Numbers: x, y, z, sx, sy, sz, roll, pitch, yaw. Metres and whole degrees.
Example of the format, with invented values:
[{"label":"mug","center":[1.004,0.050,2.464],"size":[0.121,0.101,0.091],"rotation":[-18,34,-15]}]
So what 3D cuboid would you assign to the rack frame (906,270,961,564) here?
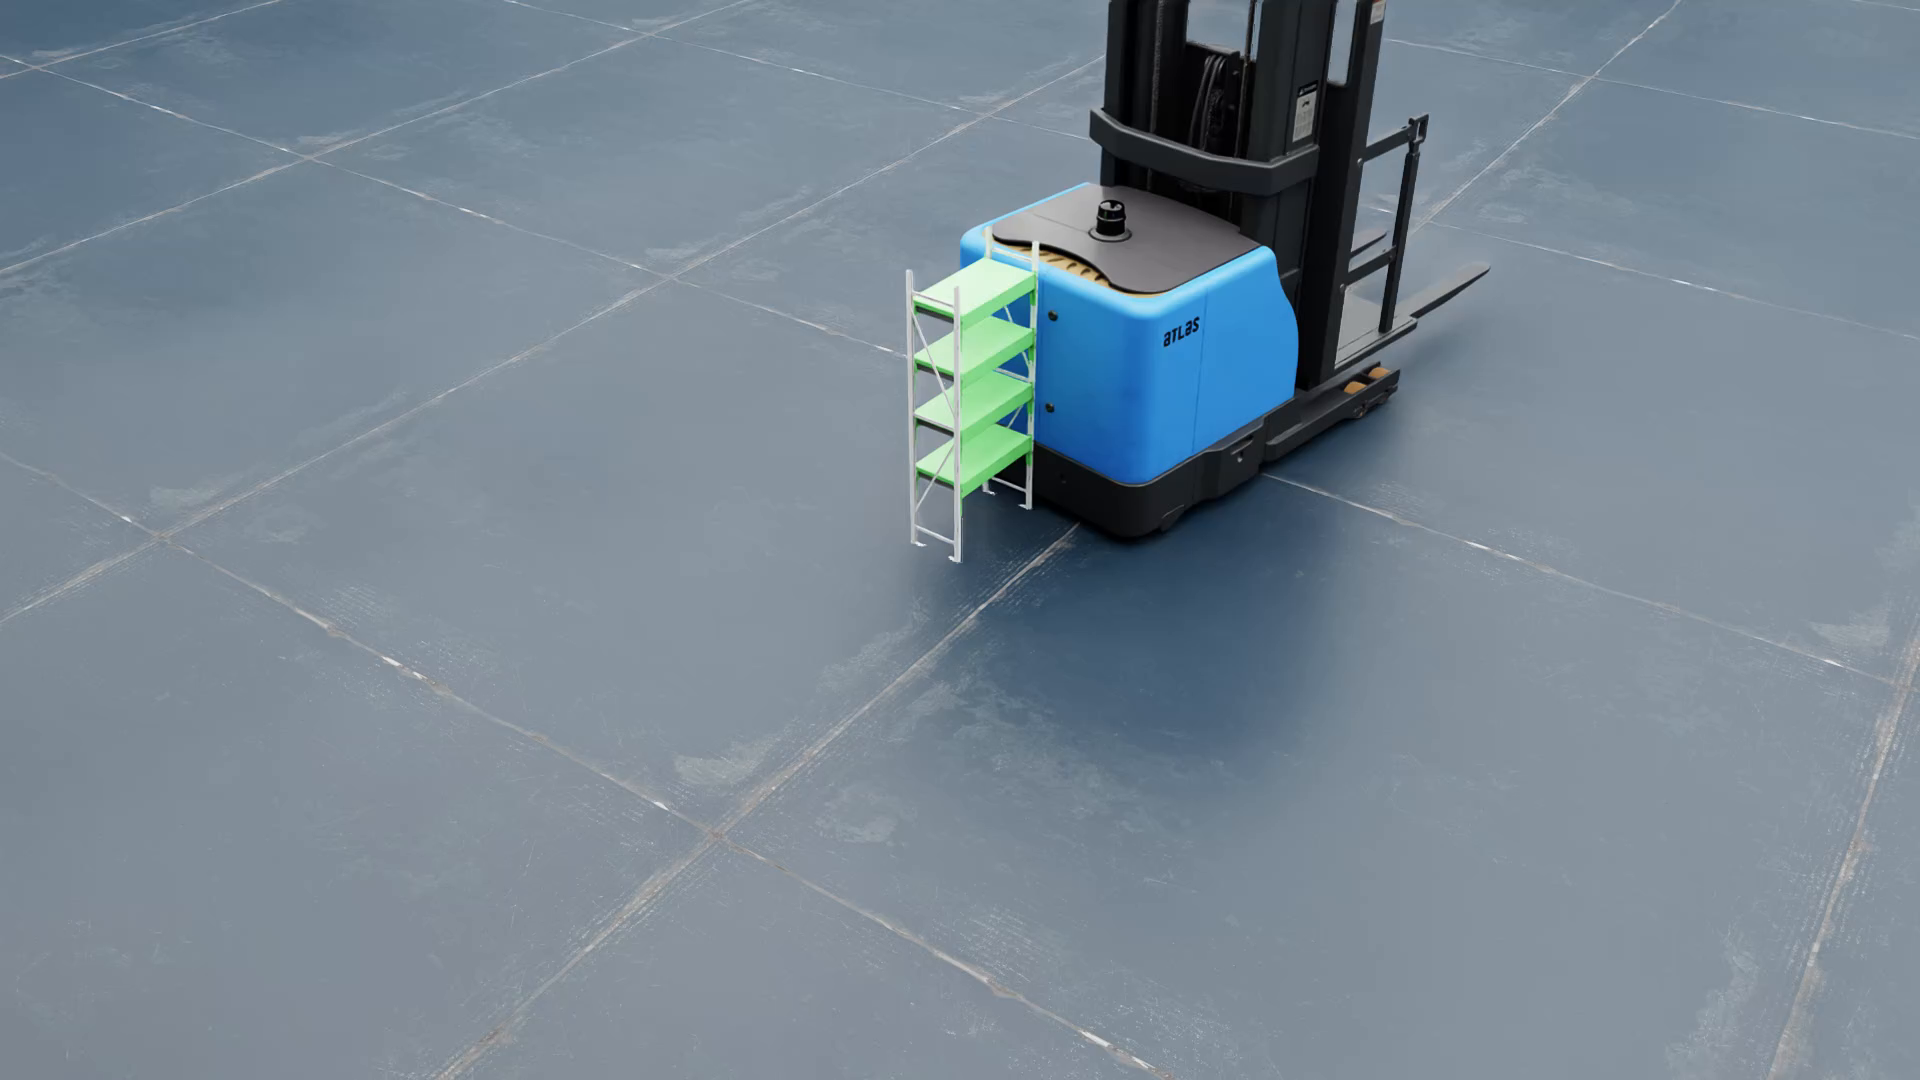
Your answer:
[{"label":"rack frame","center":[-0.097,-0.446,6.339],"size":[0.240,1.200,0.015],"rotation":[23,40,30]}]

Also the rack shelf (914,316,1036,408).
[{"label":"rack shelf","center":[0.051,-0.701,6.401],"size":[0.258,0.148,0.480],"rotation":[23,40,30]}]

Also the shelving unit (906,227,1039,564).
[{"label":"shelving unit","center":[0.051,-0.555,6.500],"size":[0.258,1.200,0.503],"rotation":[23,40,30]}]

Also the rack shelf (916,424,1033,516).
[{"label":"rack shelf","center":[0.051,-0.303,6.670],"size":[0.258,0.148,0.480],"rotation":[23,40,30]}]

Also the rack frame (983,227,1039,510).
[{"label":"rack frame","center":[0.198,-0.664,6.661],"size":[0.240,1.200,0.015],"rotation":[23,40,30]}]

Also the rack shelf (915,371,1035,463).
[{"label":"rack shelf","center":[0.051,-0.502,6.536],"size":[0.258,0.148,0.480],"rotation":[23,40,30]}]

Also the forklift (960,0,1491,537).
[{"label":"forklift","center":[1.381,-1.950,7.017],"size":[1.130,2.935,3.031],"rotation":[29,44,36]}]

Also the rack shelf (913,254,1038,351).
[{"label":"rack shelf","center":[0.051,-0.900,6.267],"size":[0.258,0.148,0.480],"rotation":[23,40,30]}]
